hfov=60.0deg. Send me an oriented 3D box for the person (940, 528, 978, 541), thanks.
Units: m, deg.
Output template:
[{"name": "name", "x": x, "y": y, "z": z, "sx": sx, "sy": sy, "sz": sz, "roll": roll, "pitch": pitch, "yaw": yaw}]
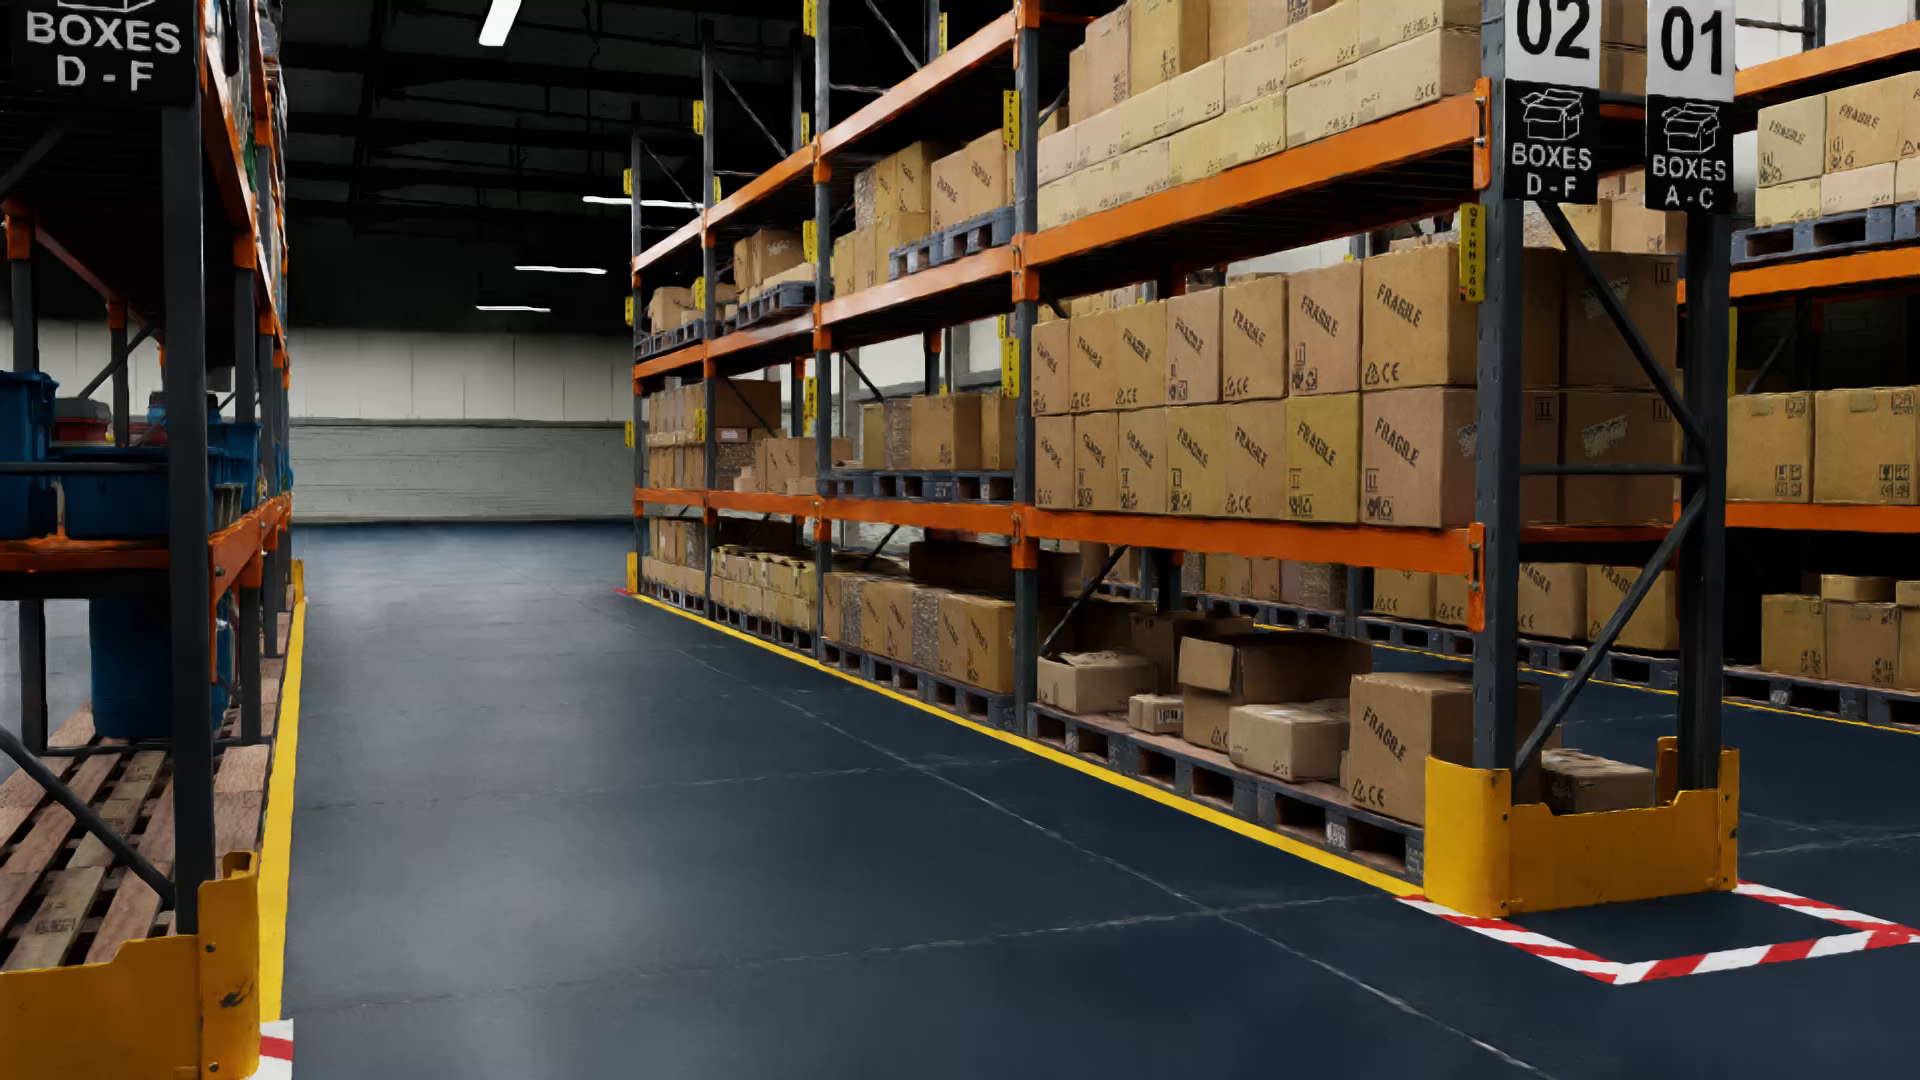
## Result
[{"name": "person", "x": -0.042, "y": -0.080, "z": 17.803, "sx": 0.559, "sy": 1.675, "sz": 0.599, "roll": 1, "pitch": 2, "yaw": 15}]
